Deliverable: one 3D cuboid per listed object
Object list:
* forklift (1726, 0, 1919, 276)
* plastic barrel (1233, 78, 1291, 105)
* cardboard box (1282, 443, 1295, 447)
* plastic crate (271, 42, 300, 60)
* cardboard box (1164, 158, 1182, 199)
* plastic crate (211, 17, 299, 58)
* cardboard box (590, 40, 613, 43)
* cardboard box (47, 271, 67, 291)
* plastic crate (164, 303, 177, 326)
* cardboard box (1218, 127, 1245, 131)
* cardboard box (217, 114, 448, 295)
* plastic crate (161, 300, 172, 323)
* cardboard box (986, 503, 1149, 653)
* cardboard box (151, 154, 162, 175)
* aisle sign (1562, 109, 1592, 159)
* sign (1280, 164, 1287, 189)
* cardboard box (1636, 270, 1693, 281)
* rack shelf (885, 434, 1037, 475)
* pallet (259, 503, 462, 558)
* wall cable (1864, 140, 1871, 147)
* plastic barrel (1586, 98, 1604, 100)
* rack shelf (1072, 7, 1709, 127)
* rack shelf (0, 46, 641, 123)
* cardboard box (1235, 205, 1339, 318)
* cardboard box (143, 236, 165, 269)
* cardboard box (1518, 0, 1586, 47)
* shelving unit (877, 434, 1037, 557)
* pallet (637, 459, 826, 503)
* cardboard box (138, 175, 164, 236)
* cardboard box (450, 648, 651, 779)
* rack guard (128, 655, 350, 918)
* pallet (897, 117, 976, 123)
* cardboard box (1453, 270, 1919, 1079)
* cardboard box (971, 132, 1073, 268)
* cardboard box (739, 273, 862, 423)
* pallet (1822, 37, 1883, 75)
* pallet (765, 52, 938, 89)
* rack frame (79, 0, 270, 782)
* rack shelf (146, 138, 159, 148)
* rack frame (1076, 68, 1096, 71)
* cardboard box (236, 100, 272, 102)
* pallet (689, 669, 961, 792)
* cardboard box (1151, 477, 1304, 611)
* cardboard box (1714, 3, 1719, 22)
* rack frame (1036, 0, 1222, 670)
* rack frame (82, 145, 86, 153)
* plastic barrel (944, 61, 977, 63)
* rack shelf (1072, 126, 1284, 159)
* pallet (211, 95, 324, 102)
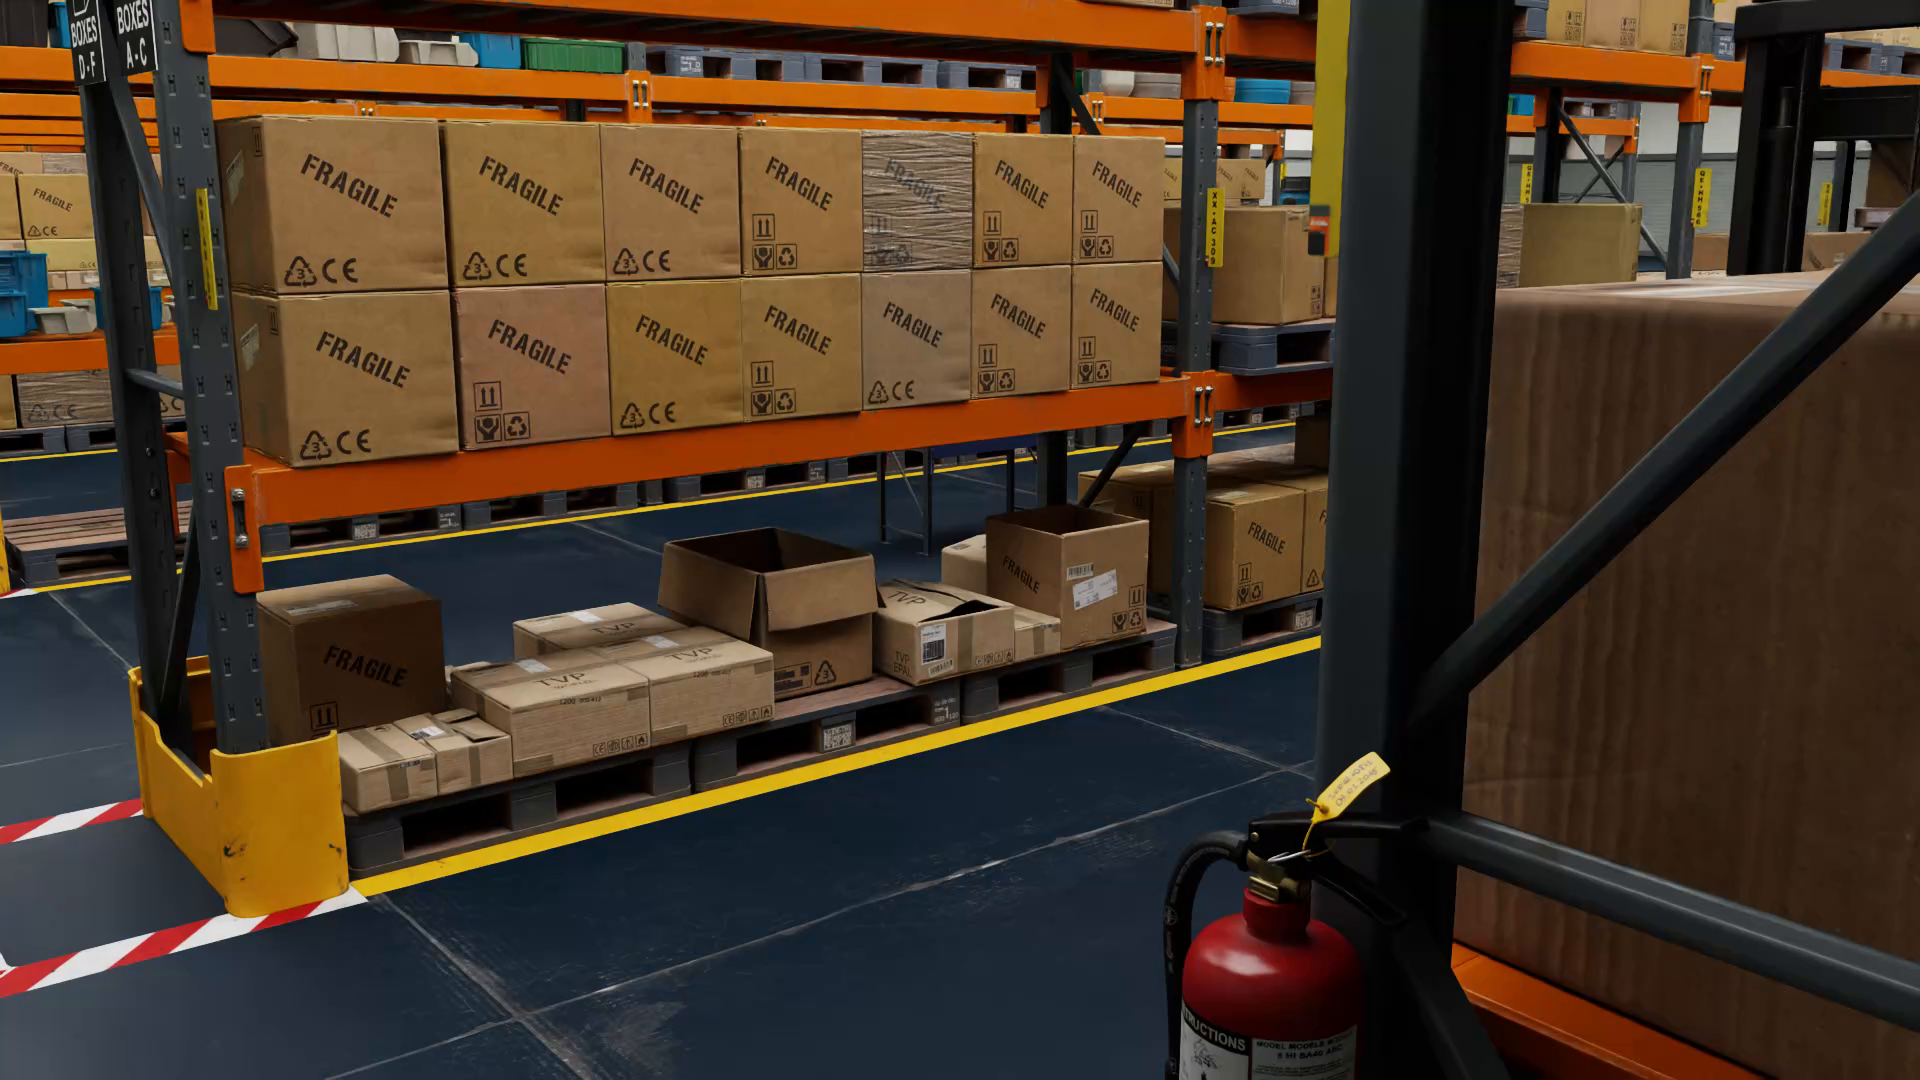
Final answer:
[{"bbox_3d":[3.889,-0.804,6.842,3.031,2.935,1.130,-9,15,-36],"label":"forklift"},{"bbox_3d":[2.597,-4.261,14.528,0.708,0.901,0.600,-9,15,-38],"label":"plastic barrel"},{"bbox_3d":[2.110,-0.274,9.141,0.500,0.500,0.500,-10,16,-40],"label":"cardboard box"},{"bbox_3d":[-4.032,-2.909,10.002,0.530,0.136,0.437,-9,15,-38],"label":"plastic crate"},{"bbox_3d":[2.460,-4.520,20.812,0.500,0.500,0.500,-9,15,-38],"label":"cardboard box"},{"bbox_3d":[-4.126,-2.852,9.253,0.767,0.338,0.504,-9,15,-38],"label":"plastic crate"},{"bbox_3d":[-3.388,-4.608,16.118,0.500,0.500,0.500,-8,15,-35],"label":"cardboard box"},{"bbox_3d":[-7.300,-2.068,13.238,0.250,0.149,0.380,-10,15,-39],"label":"cardboard box"},{"bbox_3d":[-4.260,-1.257,9.302,0.298,0.136,0.250,-9,15,-38],"label":"plastic crate"},{"bbox_3d":[3.303,-5.366,21.303,0.500,0.250,0.500,-9,15,-37],"label":"cardboard box"},{"bbox_3d":[-1.888,-1.011,5.004,0.500,0.500,0.500,-9,15,-36],"label":"cardboard box"},{"bbox_3d":[-4.731,-1.333,9.658,0.243,0.136,0.396,-9,15,-38],"label":"plastic crate"},{"bbox_3d":[0.457,0.150,7.142,0.500,0.500,0.500,-9,15,-38],"label":"cardboard box"},{"bbox_3d":[-8.679,-3.980,18.273,0.500,0.500,0.500,-10,16,-40],"label":"cardboard box"},{"bbox_3d":[6.877,-4.666,18.609,0.004,0.787,0.394,-9,15,-38],"label":"aisle sign"},{"bbox_3d":[4.240,-4.770,21.806,0.005,0.325,0.100,-9,15,-38],"label":"sign"},{"bbox_3d":[4.159,-1.493,10.135,0.500,0.311,0.500,-8,15,-34],"label":"cardboard box"},{"bbox_3d":[0.067,-0.569,10.047,1.000,0.185,0.538,-9,15,-38],"label":"rack shelf"},{"bbox_3d":[-3.870,-0.156,10.340,1.213,0.211,1.003,-9,15,-38],"label":"pallet"},{"bbox_3d":[25.978,-13.726,44.902,0.169,6.003,2.305,-9,15,-38],"label":"wall cable"},{"bbox_3d":[6.703,-5.137,17.818,0.708,0.830,0.600,-9,15,-38],"label":"plastic barrel"},{"bbox_3d":[2.286,-2.352,8.478,4.000,0.370,1.077,-9,15,-38],"label":"rack shelf"},{"bbox_3d":[-3.929,-2.637,9.820,4.000,0.370,1.077,-9,15,-38],"label":"rack shelf"},{"bbox_3d":[1.732,-1.356,8.026,0.500,0.500,0.700,-7,14,-29],"label":"cardboard box"},{"bbox_3d":[-6.840,-2.357,13.639,0.500,0.250,0.500,-10,15,-39],"label":"cardboard box"},{"bbox_3d":[2.724,-2.816,8.693,0.500,0.500,0.910,-9,15,-38],"label":"cardboard box"},{"bbox_3d":[0.067,-0.745,10.010,1.048,1.500,0.538,-9,15,-38],"label":"shelving unit"},{"bbox_3d":[-1.738,-0.510,12.008,1.213,0.211,1.003,-9,15,-38],"label":"pallet"},{"bbox_3d":[-6.787,-2.872,14.255,0.500,0.500,0.500,-10,16,-39],"label":"cardboard box"},{"bbox_3d":[-1.407,0.582,5.710,0.500,0.250,0.500,-9,15,-38],"label":"cardboard box"},{"bbox_3d":[-2.339,0.755,5.355,0.348,0.500,1.175,-9,15,-38],"label":"rack guard"},{"bbox_3d":[-0.571,-4.800,18.726,1.003,0.211,1.213,-9,15,-38],"label":"pallet"},{"bbox_3d":[1.091,0.130,1.555,0.700,0.700,0.980,-9,15,-35],"label":"cardboard box"},{"bbox_3d":[0.093,-1.340,6.557,0.500,0.500,0.500,-10,15,-39],"label":"cardboard box"},{"bbox_3d":[-0.703,-0.719,6.036,0.500,0.500,0.500,-9,15,-37],"label":"cardboard box"},{"bbox_3d":[5.194,-3.119,10.814,1.213,0.211,1.003,-9,15,-35],"label":"pallet"},{"bbox_3d":[-0.932,-3.421,12.236,1.213,0.211,1.003,-9,15,-38],"label":"pallet"},{"bbox_3d":[-2.399,-0.458,5.048,0.127,3.000,1.000,-9,15,-38],"label":"rack frame"},{"bbox_3d":[-10.090,-5.566,23.617,4.000,0.370,1.077,-9,15,-38],"label":"rack shelf"},{"bbox_3d":[0.757,-5.234,13.100,0.127,3.000,1.000,-9,15,-38],"label":"rack frame"},{"bbox_3d":[-8.116,-5.155,18.694,0.500,0.500,0.700,-9,15,-38],"label":"cardboard box"},{"bbox_3d":[-0.765,0.635,6.614,1.213,0.211,1.003,-9,15,-38],"label":"pallet"},{"bbox_3d":[1.255,0.007,7.816,0.500,0.500,0.500,-10,16,-40],"label":"cardboard box"},{"bbox_3d":[4.167,-3.163,9.918,0.500,0.250,0.500,-11,16,-42],"label":"cardboard box"},{"bbox_3d":[0.725,-0.977,7.493,0.127,3.000,1.000,-9,15,-38],"label":"rack frame"},{"bbox_3d":[-11.652,-4.192,22.631,0.127,3.000,1.000,-9,15,-38],"label":"rack frame"},{"bbox_3d":[0.011,-3.742,12.615,0.301,0.262,0.301,0,12,0],"label":"plastic barrel"},{"bbox_3d":[2.348,-4.997,20.936,4.000,0.370,1.077,-9,15,-38],"label":"rack shelf"},{"bbox_3d":[-6.106,-3.904,14.268,1.213,0.211,1.003,-9,15,-38],"label":"pallet"}]
